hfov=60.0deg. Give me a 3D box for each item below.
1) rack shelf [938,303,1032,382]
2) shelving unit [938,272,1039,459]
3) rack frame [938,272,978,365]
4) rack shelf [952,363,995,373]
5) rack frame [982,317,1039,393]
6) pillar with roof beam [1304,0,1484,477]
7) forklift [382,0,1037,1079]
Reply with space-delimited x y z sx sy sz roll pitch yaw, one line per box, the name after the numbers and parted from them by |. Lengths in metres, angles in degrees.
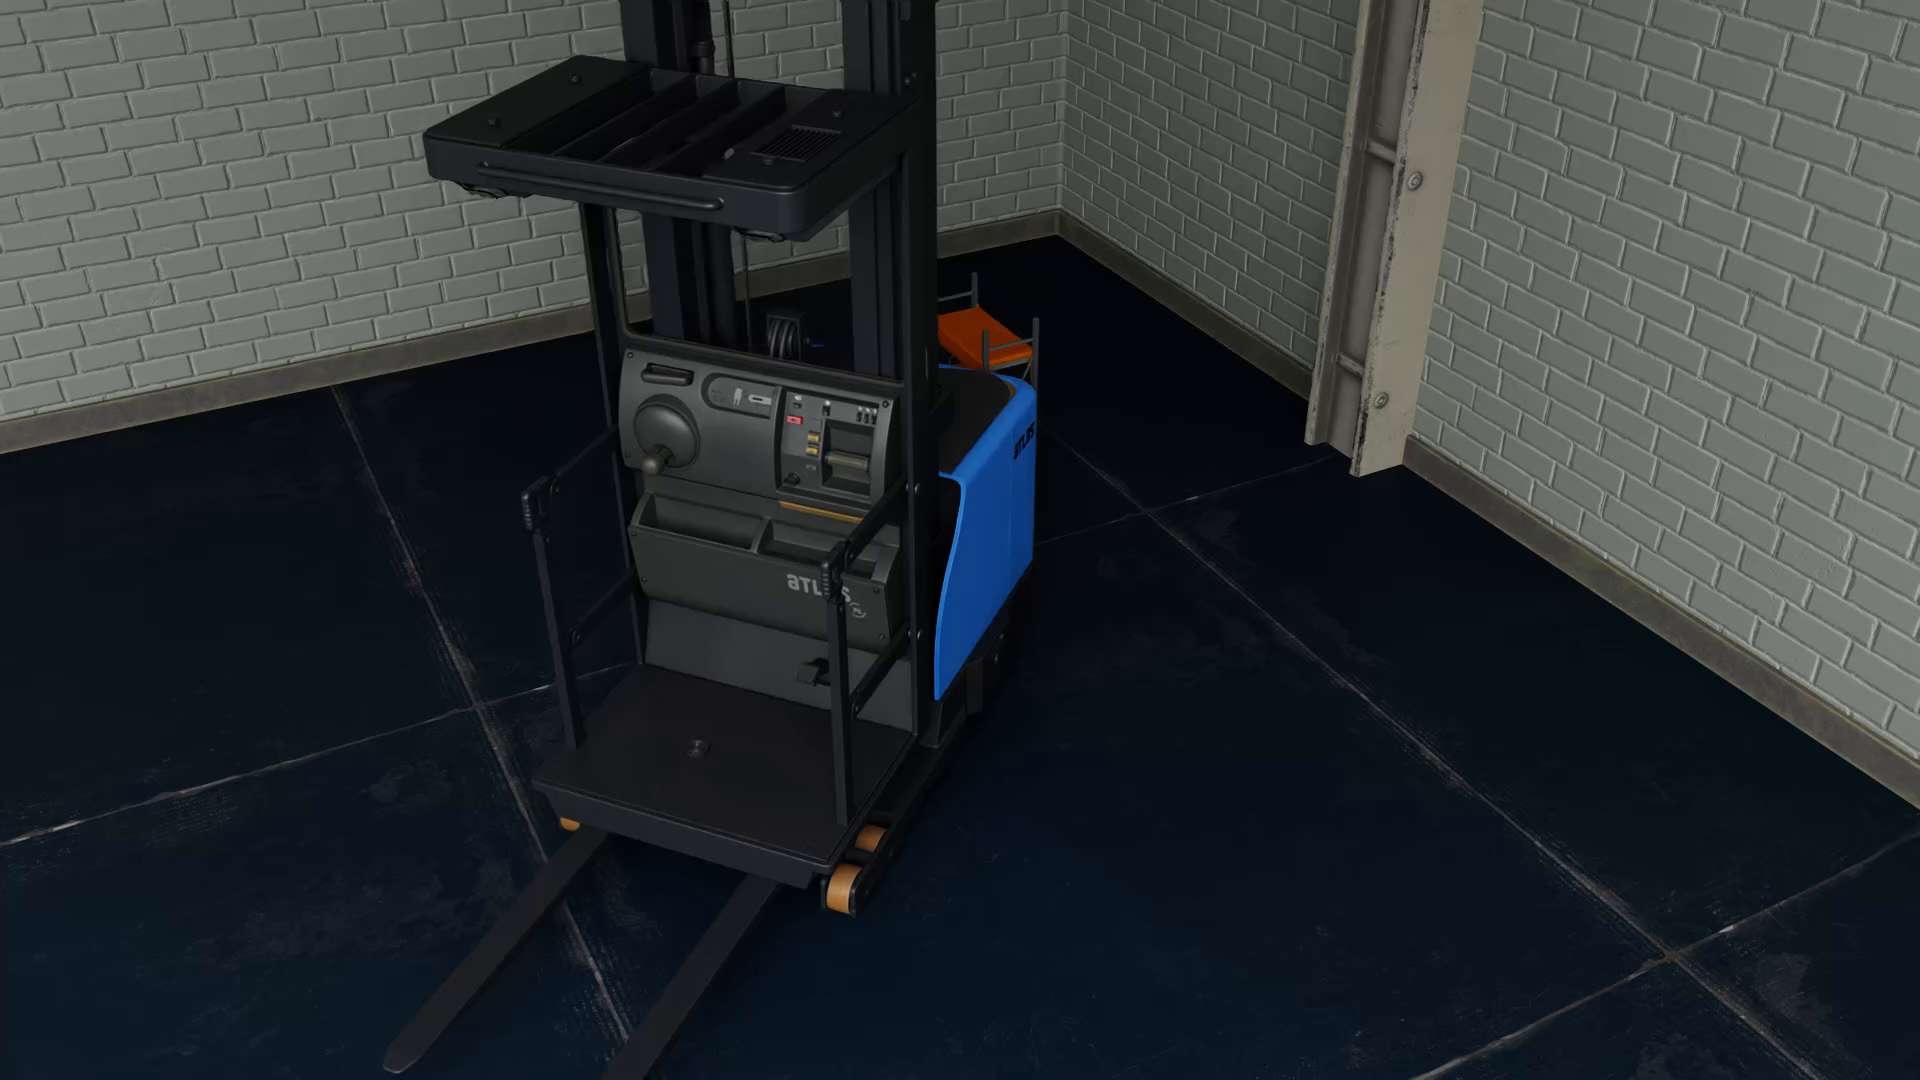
0.078 -0.759 6.593 0.258 0.148 0.480 -16 36 -23 | rack shelf
0.078 -0.428 6.806 0.258 1.200 0.503 -16 36 -23 | shelving unit
-0.038 -0.544 6.986 0.240 1.200 0.015 -16 36 -23 | rack frame
0.078 -0.560 6.721 0.258 0.148 0.480 -16 36 -23 | rack shelf
0.194 -0.312 6.625 0.240 1.200 0.015 -16 36 -23 | rack frame
-1.930 -3.129 3.793 9.100 9.000 0.400 -16 36 -23 | pillar with roof beam
-0.718 -0.287 4.981 1.130 2.935 3.031 12 35 18 | forklift
